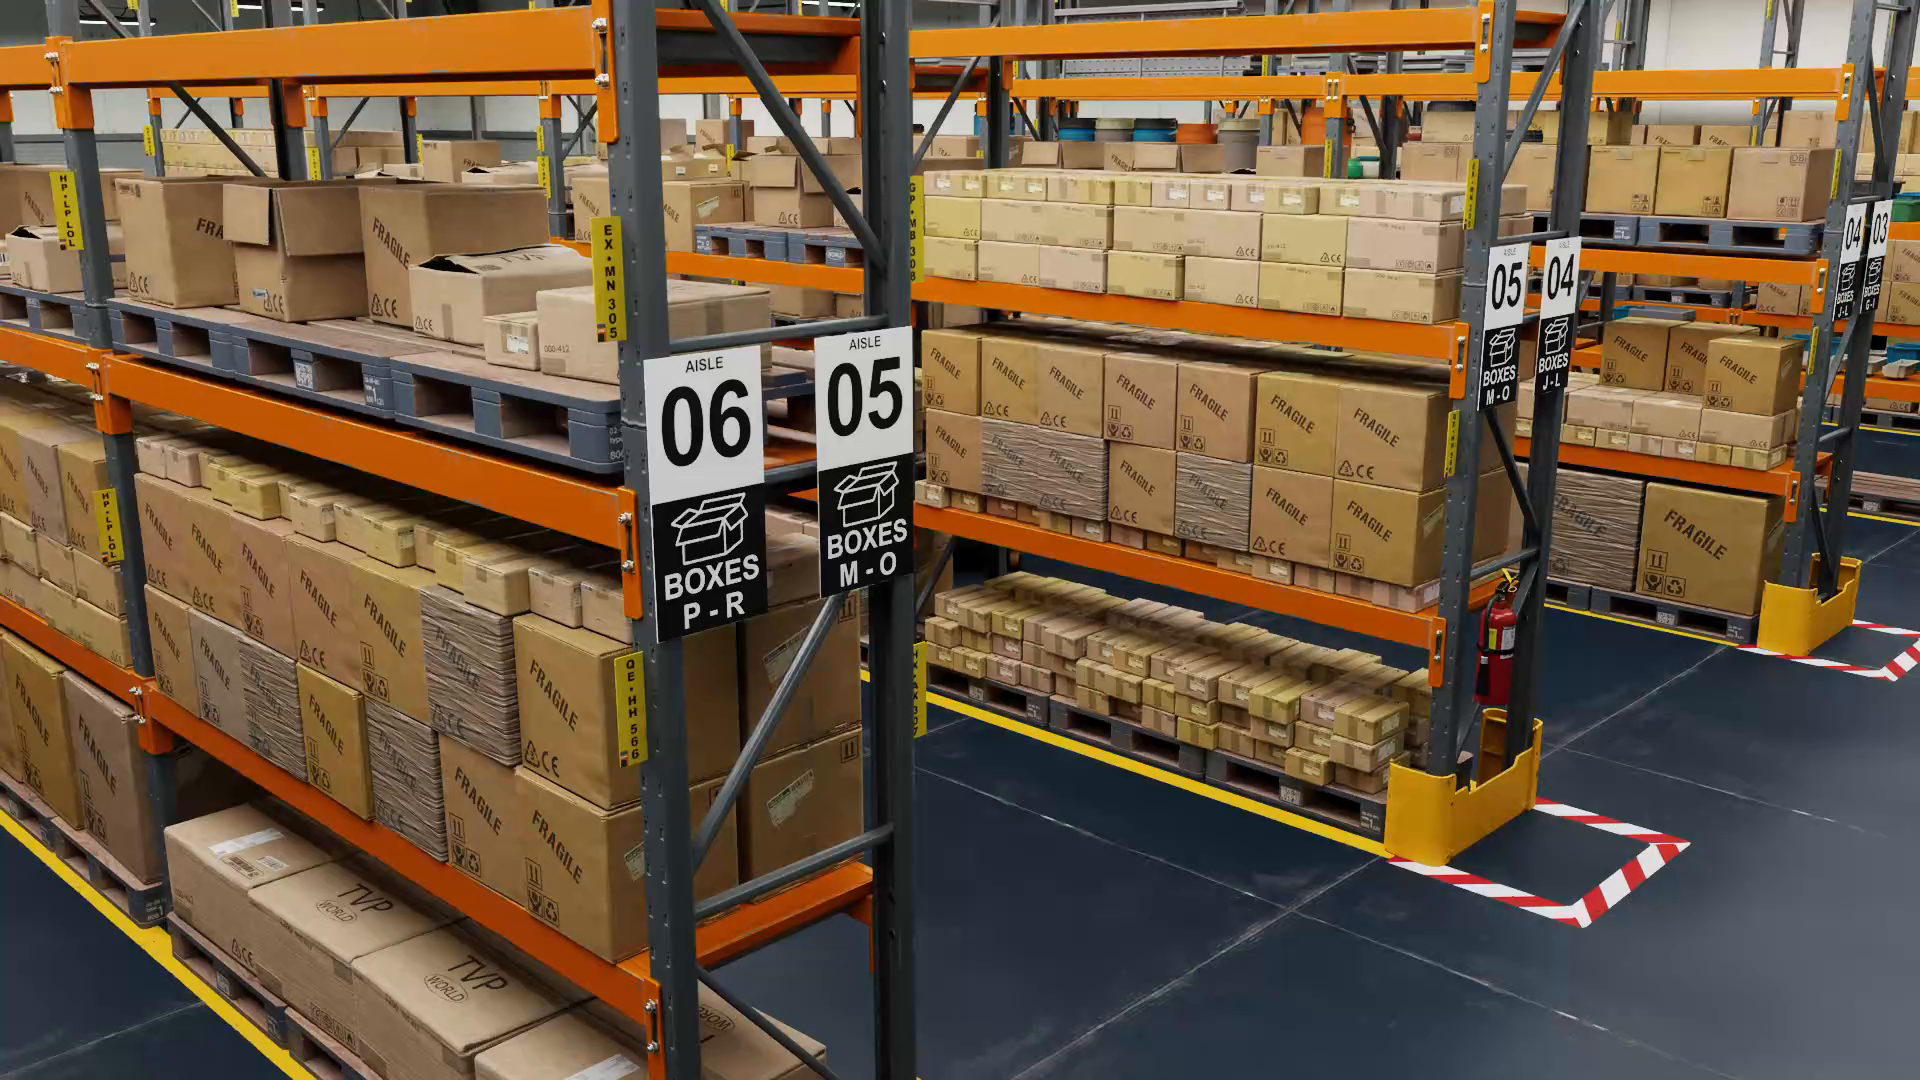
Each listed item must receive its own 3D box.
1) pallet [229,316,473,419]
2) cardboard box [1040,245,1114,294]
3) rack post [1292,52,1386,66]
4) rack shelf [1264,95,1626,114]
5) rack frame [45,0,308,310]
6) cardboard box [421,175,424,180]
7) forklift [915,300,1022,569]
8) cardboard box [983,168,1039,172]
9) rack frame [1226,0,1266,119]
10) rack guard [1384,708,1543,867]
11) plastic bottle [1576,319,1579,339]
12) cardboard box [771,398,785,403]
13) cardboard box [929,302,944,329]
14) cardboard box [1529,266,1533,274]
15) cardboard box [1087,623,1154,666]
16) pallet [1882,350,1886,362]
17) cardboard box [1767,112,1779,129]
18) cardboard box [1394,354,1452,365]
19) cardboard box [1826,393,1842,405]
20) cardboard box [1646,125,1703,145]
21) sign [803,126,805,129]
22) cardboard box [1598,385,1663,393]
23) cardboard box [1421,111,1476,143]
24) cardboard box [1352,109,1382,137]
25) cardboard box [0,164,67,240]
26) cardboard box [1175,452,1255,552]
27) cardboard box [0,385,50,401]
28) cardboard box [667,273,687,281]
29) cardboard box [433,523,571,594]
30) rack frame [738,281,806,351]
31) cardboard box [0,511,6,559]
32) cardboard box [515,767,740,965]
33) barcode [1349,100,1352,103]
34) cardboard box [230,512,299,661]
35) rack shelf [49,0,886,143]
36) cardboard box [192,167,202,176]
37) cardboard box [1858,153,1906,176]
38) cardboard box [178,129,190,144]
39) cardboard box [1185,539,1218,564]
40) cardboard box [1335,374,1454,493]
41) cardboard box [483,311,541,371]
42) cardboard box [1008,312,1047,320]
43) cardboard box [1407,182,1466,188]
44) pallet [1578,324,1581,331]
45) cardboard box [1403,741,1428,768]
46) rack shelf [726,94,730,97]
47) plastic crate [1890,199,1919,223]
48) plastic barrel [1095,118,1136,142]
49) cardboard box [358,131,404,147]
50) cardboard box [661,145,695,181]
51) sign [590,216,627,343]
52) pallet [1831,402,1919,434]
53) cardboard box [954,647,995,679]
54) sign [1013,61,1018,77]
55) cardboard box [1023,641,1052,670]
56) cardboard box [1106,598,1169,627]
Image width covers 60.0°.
[{"bbox_3d":[-1.962,-0.692,6.183,1.213,0.211,1.003,14,20,42],"label":"pallet"},{"bbox_3d":[0.824,-1.627,9.895,0.500,0.250,0.500,-13,20,-42],"label":"cardboard box"},{"bbox_3d":[4.569,-5.787,19.762,0.937,0.300,0.954,14,20,42],"label":"rack post"},{"bbox_3d":[5.459,-5.051,19.008,4.000,0.370,1.077,14,20,42],"label":"rack shelf"},{"bbox_3d":[-3.418,-2.545,7.170,0.127,3.000,1.000,14,20,42],"label":"rack frame"},{"bbox_3d":[-4.614,-3.230,14.985,0.258,0.266,0.396,14,20,42],"label":"cardboard box"},{"bbox_3d":[-0.027,-1.244,14.211,1.130,2.935,3.031,0,15,1],"label":"forklift"},{"bbox_3d":[0.361,-2.367,10.950,0.250,0.149,0.380,13,19,40],"label":"cardboard box"},{"bbox_3d":[4.581,-7.541,26.345,0.127,3.000,1.000,14,20,42],"label":"rack frame"},{"bbox_3d":[2.770,1.338,9.122,0.348,0.500,1.175,14,20,42],"label":"rack guard"},{"bbox_3d":[6.931,-2.425,18.838,0.133,0.283,0.061,14,20,42],"label":"plastic bottle"},{"bbox_3d":[-1.231,-1.000,12.214,0.250,0.149,0.380,12,19,39],"label":"cardboard box"},{"bbox_3d":[-0.306,-2.559,18.091,0.700,0.500,0.500,-11,18,-36],"label":"cardboard box"},{"bbox_3d":[7.992,-4.100,24.005,0.500,0.500,0.700,7,16,24],"label":"cardboard box"},{"bbox_3d":[1.007,0.656,10.424,0.250,0.149,0.380,13,19,40],"label":"cardboard box"},{"bbox_3d":[14.268,-2.641,24.968,1.213,0.211,1.003,14,20,42],"label":"pallet"},{"bbox_3d":[12.825,-6.485,25.683,0.500,0.250,0.500,13,19,41],"label":"cardboard box"},{"bbox_3d":[3.977,-1.657,13.881,0.500,0.500,0.500,14,20,42],"label":"cardboard box"},{"bbox_3d":[11.121,-1.818,21.023,0.250,0.166,0.380,14,20,42],"label":"cardboard box"},{"bbox_3d":[9.531,-5.204,22.094,0.600,0.600,0.600,13,20,42],"label":"cardboard box"},{"bbox_3d":[-1.915,-4.834,20.099,0.005,0.325,0.100,14,20,42],"label":"sign"},{"bbox_3d":[5.444,-1.123,13.319,0.500,0.250,0.500,13,19,40],"label":"cardboard box"},{"bbox_3d":[4.133,-3.389,13.643,0.500,0.250,0.500,12,19,39],"label":"cardboard box"},{"bbox_3d":[7.467,-7.570,30.183,0.500,0.500,0.500,12,19,38],"label":"cardboard box"},{"bbox_3d":[-5.453,-1.906,9.637,0.500,0.500,0.700,12,19,39],"label":"cardboard box"},{"bbox_3d":[1.584,-0.260,9.512,0.500,0.500,0.500,14,20,42],"label":"cardboard box"},{"bbox_3d":[-5.386,-0.565,9.288,0.500,0.500,0.500,-14,20,-43],"label":"cardboard box"},{"bbox_3d":[-3.344,-3.286,21.124,0.500,0.500,0.875,14,20,42],"label":"cardboard box"},{"bbox_3d":[-1.532,0.064,5.587,0.380,0.149,0.250,-14,20,-43],"label":"cardboard box"},{"bbox_3d":[-2.298,-2.841,20.203,0.127,3.000,1.000,14,20,42],"label":"rack frame"},{"bbox_3d":[-5.026,-0.106,9.015,0.500,0.250,0.500,14,20,43],"label":"cardboard box"},{"bbox_3d":[-1.069,0.973,5.367,0.500,0.500,0.500,14,20,43],"label":"cardboard box"},{"bbox_3d":[7.314,-8.230,31.170,0.075,0.075,0.001,14,20,42],"label":"barcode"},{"bbox_3d":[-2.523,0.135,6.603,0.500,0.500,0.500,-14,20,-43],"label":"cardboard box"},{"bbox_3d":[-1.978,-1.653,5.968,4.000,0.370,1.077,14,20,42],"label":"rack shelf"},{"bbox_3d":[-8.122,-3.989,18.128,0.250,0.149,0.380,14,20,43],"label":"cardboard box"},{"bbox_3d":[11.230,-4.552,20.128,0.500,0.250,0.500,14,20,42],"label":"cardboard box"},{"bbox_3d":[-8.310,-4.421,18.203,0.250,0.149,0.380,13,20,41],"label":"cardboard box"},{"bbox_3d":[1.528,0.016,9.736,0.250,0.149,0.380,13,19,40],"label":"cardboard box"},{"bbox_3d":[2.323,-0.569,8.714,0.500,0.500,0.500,13,20,41],"label":"cardboard box"},{"bbox_3d":[-1.282,-0.645,5.293,0.250,0.149,0.380,12,19,38],"label":"cardboard box"},{"bbox_3d":[0.742,-2.055,16.988,0.500,0.500,0.500,-14,20,-43],"label":"cardboard box"},{"bbox_3d":[2.579,-1.818,8.843,0.380,0.149,0.250,-14,20,-42],"label":"cardboard box"},{"bbox_3d":[10.334,-3.626,28.746,1.213,0.211,1.003,14,20,42],"label":"pallet"},{"bbox_3d":[2.670,1.169,9.637,0.380,0.149,0.250,-14,20,-43],"label":"cardboard box"},{"bbox_3d":[-3.738,-5.744,20.881,4.000,0.370,1.077,14,20,42],"label":"rack shelf"},{"bbox_3d":[8.870,-3.109,15.705,0.336,0.188,0.450,14,20,42],"label":"plastic crate"},{"bbox_3d":[2.127,-5.270,22.582,0.600,0.901,0.600,0,15,0],"label":"plastic barrel"},{"bbox_3d":[-5.840,-4.051,16.784,0.250,0.149,0.380,14,20,43],"label":"cardboard box"},{"bbox_3d":[-2.252,-2.880,12.688,0.258,0.266,0.396,14,20,42],"label":"cardboard box"},{"bbox_3d":[-0.925,-0.687,4.391,0.005,0.325,0.100,14,20,42],"label":"sign"},{"bbox_3d":[11.716,-1.555,20.798,1.213,0.211,1.003,14,20,42],"label":"pallet"},{"bbox_3d":[0.176,0.787,11.102,0.380,0.149,0.250,-14,20,-43],"label":"cardboard box"},{"bbox_3d":[0.750,-6.444,22.548,0.005,0.325,0.100,14,20,42],"label":"sign"},{"bbox_3d":[0.622,0.708,10.816,0.250,0.149,0.380,12,19,39],"label":"cardboard box"},{"bbox_3d":[1.170,0.515,10.964,0.250,0.149,0.380,12,19,40],"label":"cardboard box"}]
